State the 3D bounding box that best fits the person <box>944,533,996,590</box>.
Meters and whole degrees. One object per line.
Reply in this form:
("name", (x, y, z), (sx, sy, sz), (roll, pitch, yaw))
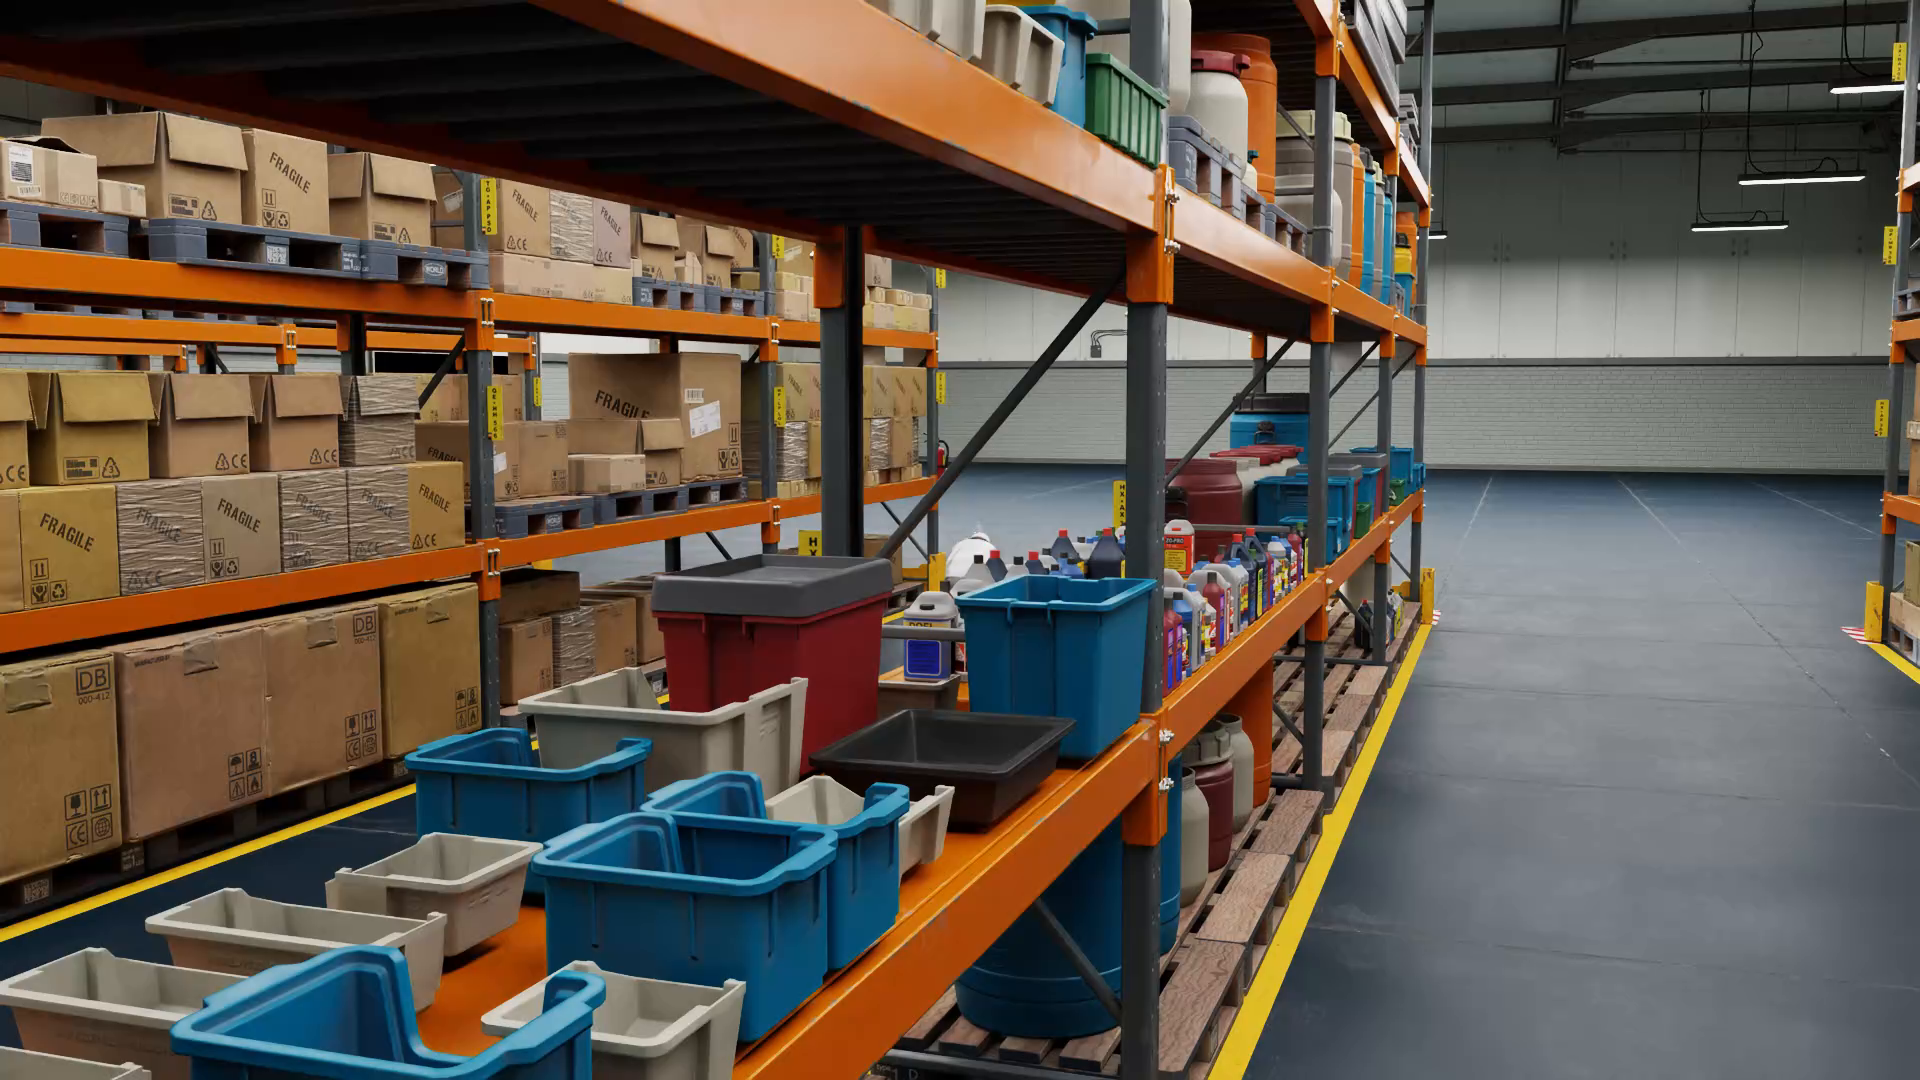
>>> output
("person", (0.136, 0.390, 16.418), (0.508, 0.862, 0.953), (2, 5, 17))
